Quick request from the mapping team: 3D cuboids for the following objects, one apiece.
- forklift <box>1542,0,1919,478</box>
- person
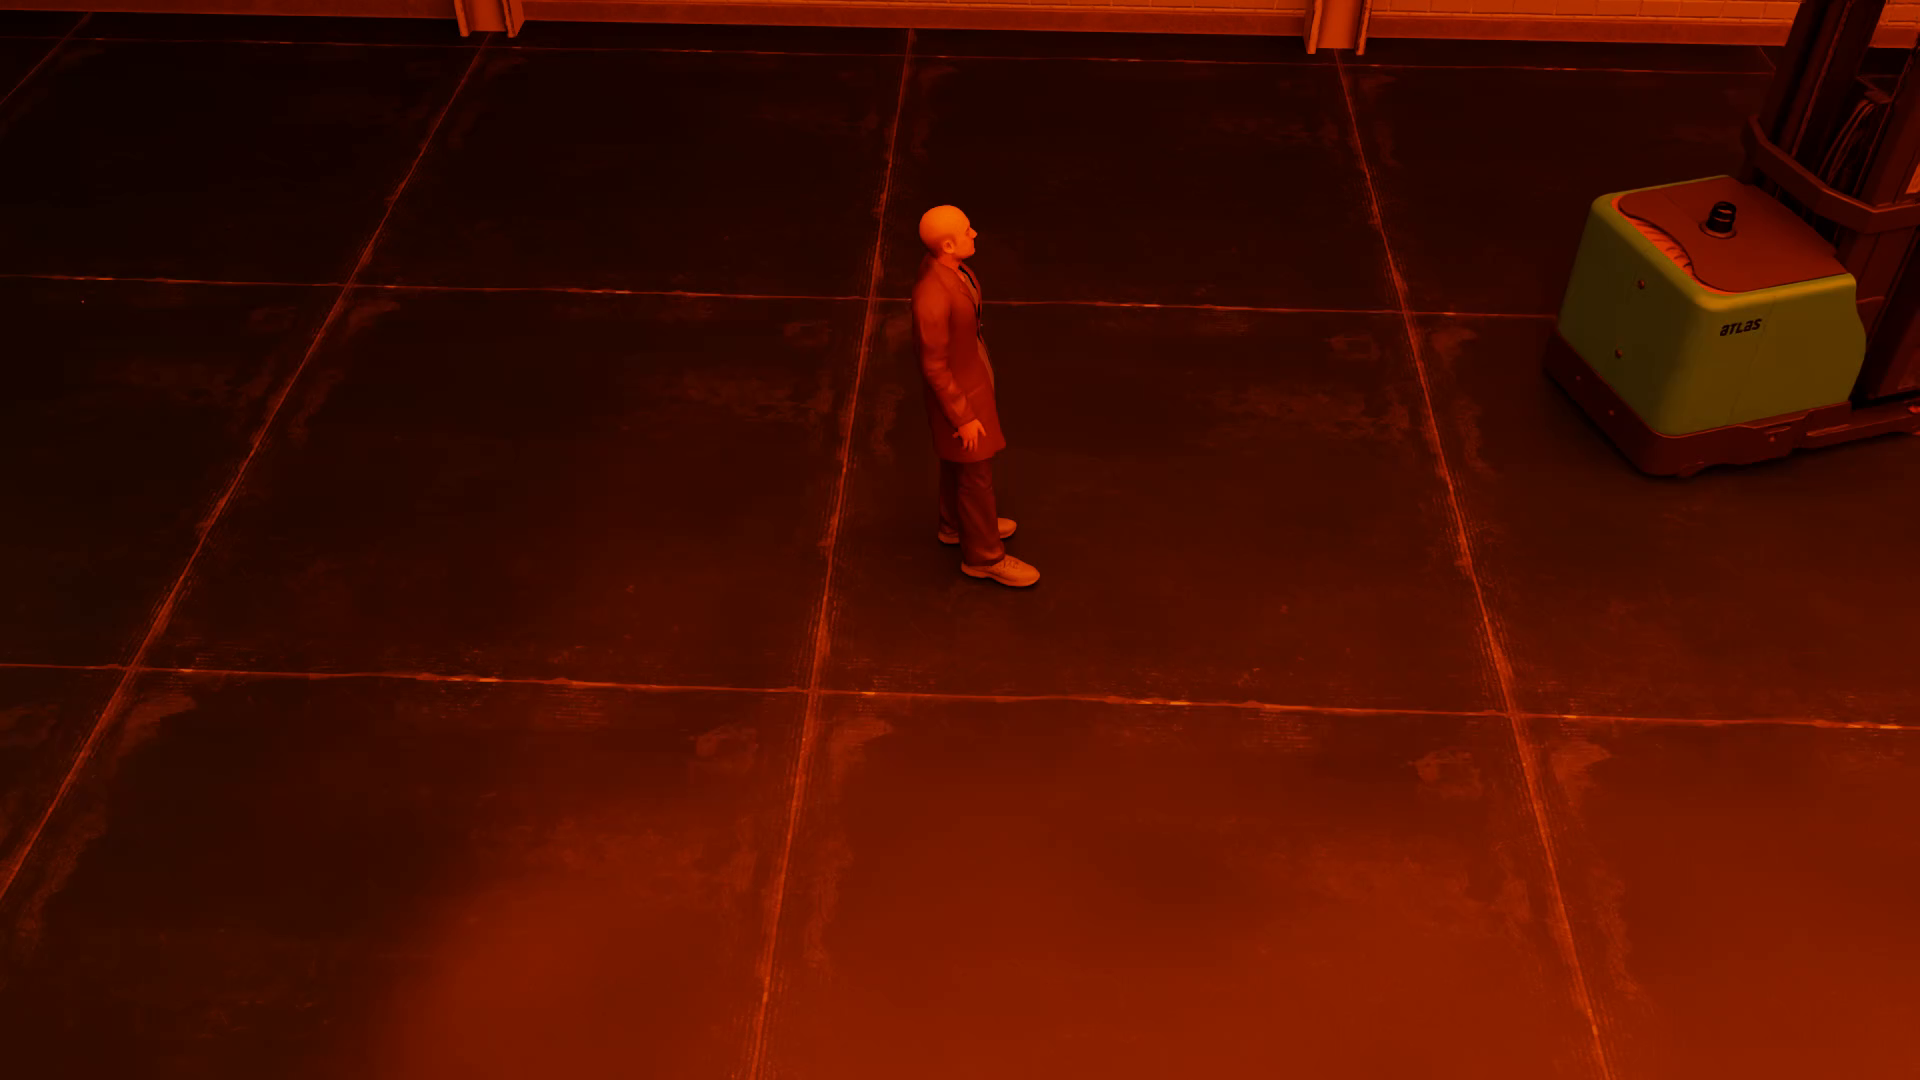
[{"bbox_3d":[4.667,-1.954,7.883,3.031,2.935,1.130,-11,44,-12],"label":"forklift"},{"bbox_3d":[0.090,-0.656,7.305,0.582,1.776,0.696,2,42,2],"label":"person"}]
